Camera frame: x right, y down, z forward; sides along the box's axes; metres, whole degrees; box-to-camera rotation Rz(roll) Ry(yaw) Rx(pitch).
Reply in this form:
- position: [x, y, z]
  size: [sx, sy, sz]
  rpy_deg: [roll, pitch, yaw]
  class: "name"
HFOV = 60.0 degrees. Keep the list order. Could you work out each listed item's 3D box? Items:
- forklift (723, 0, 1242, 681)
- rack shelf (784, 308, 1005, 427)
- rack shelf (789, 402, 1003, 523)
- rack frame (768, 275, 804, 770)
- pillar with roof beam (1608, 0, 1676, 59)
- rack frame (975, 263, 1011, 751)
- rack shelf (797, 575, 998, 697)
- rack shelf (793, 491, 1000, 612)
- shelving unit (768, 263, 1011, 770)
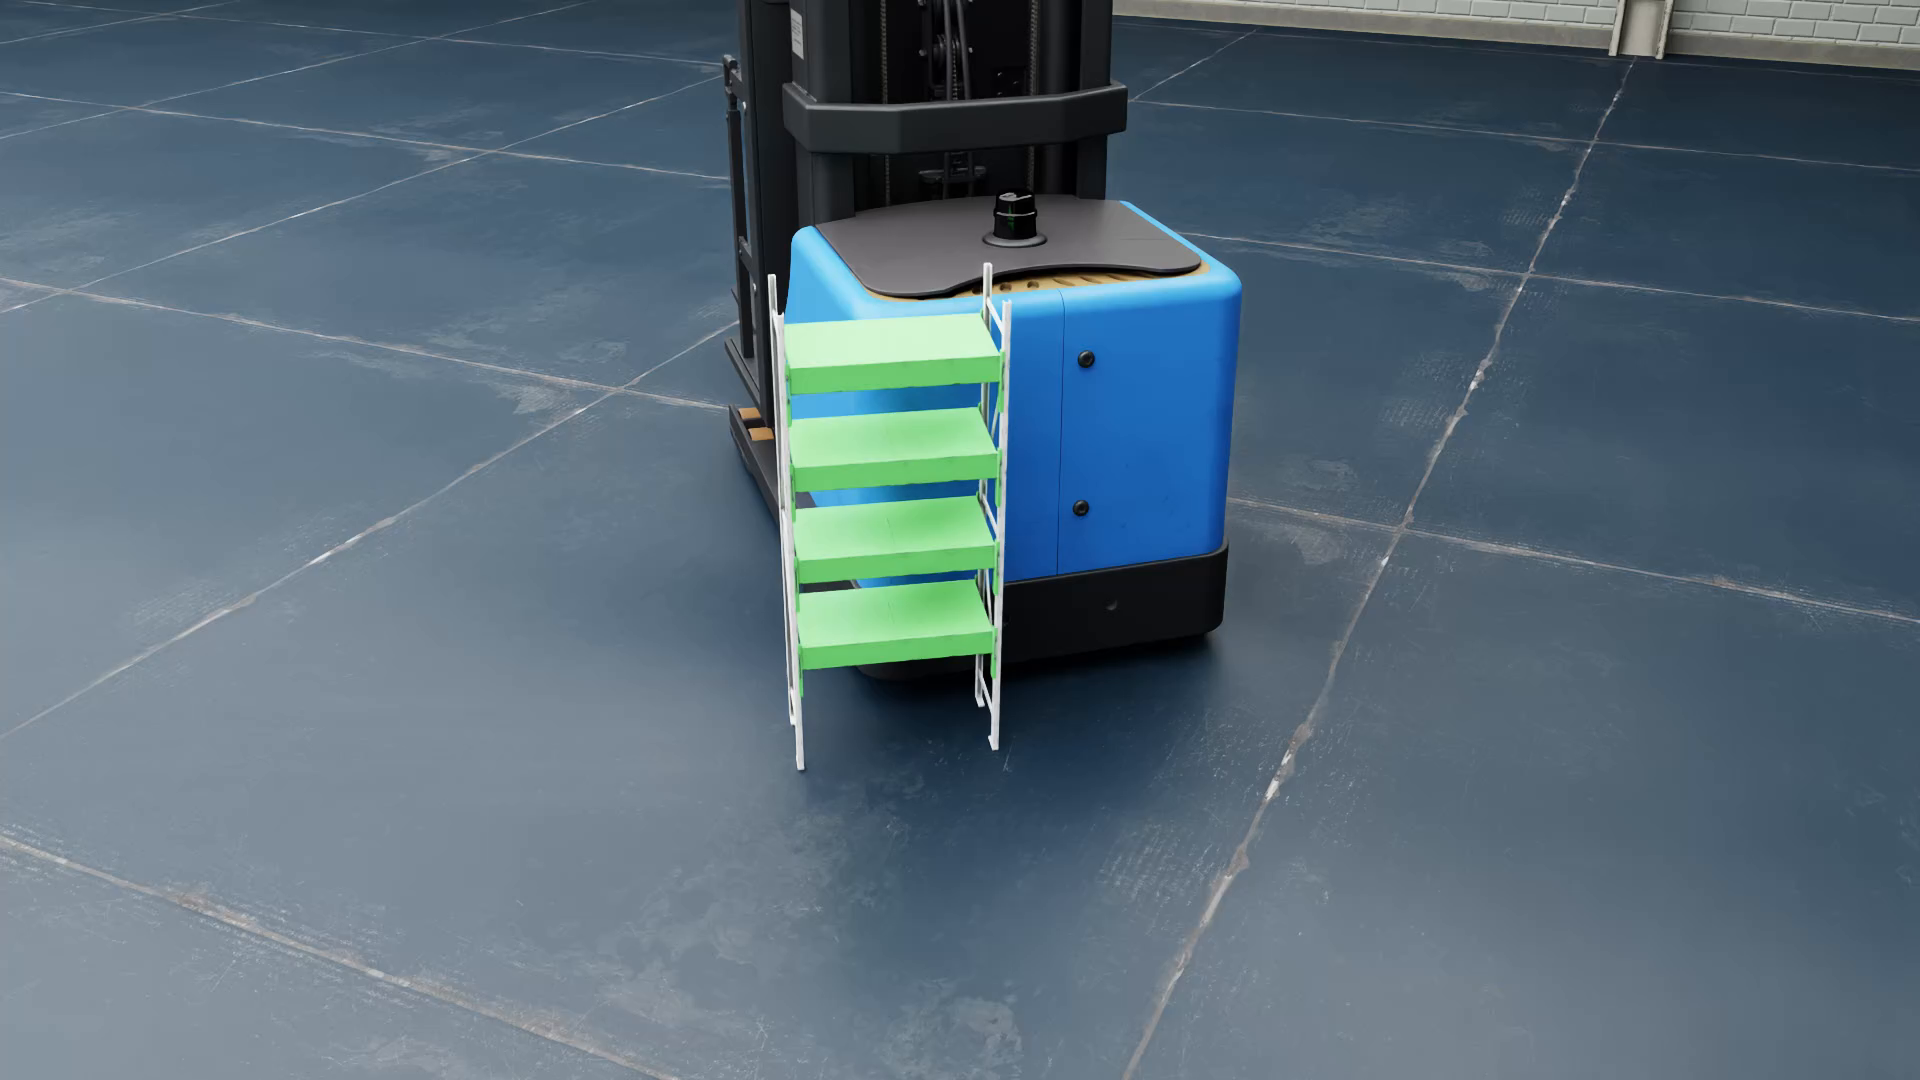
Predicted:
- position: [-0.180, -1.578, 5.137]
  size: [1.130, 2.935, 3.031]
  rpy_deg: [-8, 27, -15]
  class: "forklift"
- position: [-0.160, -0.390, 3.724]
  size: [0.480, 0.148, 0.258]
  rpy_deg: [-5, 31, -9]
  class: "rack shelf"
- position: [-0.163, -0.183, 3.845]
  size: [0.480, 0.148, 0.258]
  rpy_deg: [-5, 31, -9]
  class: "rack shelf"
- position: [-0.405, -0.012, 3.896]
  size: [0.015, 1.200, 0.240]
  rpy_deg: [-5, 31, -9]
  class: "rack frame"
- position: [3.485, -6.087, 7.426]
  size: [0.400, 9.000, 9.100]
  rpy_deg: [11, 28, 22]
  class: "pillar with roof beam"
- position: [0.075, -0.050, 3.973]
  size: [0.015, 1.200, 0.240]
  rpy_deg: [-5, 31, -9]
  class: "rack frame"
- position: [-0.169, 0.232, 4.088]
  size: [0.480, 0.148, 0.258]
  rpy_deg: [-5, 31, -9]
  class: "rack shelf"
- position: [-0.166, 0.024, 3.966]
  size: [0.480, 0.148, 0.258]
  rpy_deg: [-5, 31, -9]
  class: "rack shelf"
- position: [-0.165, -0.031, 3.934]
  size: [0.503, 1.200, 0.258]
  rpy_deg: [-5, 31, -9]
  class: "shelving unit"
